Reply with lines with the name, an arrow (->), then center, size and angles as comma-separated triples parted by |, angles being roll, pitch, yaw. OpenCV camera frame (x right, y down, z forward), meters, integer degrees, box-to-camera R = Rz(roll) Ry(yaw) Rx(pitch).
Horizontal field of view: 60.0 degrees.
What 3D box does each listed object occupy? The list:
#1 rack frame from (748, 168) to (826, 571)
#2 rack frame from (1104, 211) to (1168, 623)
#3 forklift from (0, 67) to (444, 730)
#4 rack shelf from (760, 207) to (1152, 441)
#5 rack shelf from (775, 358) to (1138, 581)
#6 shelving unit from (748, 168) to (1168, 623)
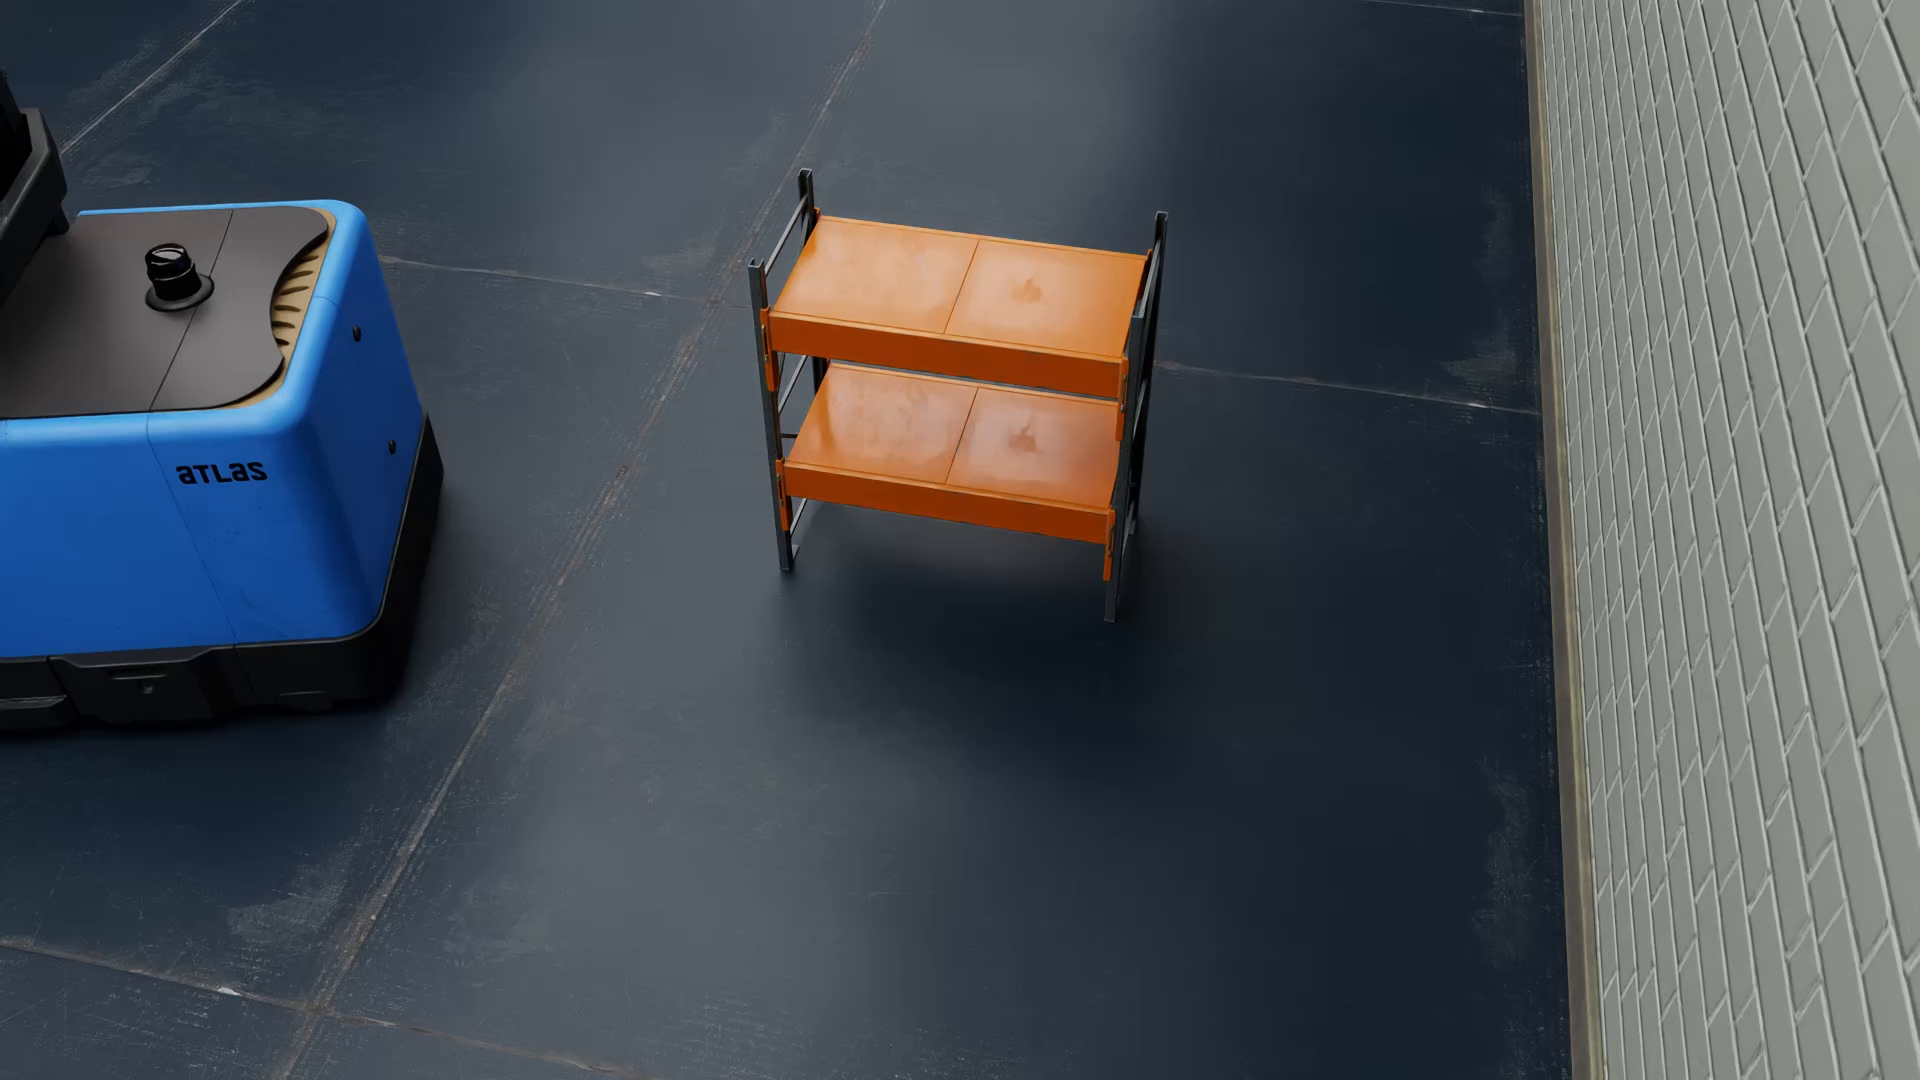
rack frame -> -0.489, -0.481, 4.939 | 0.032, 1.125, 0.500 | 9, 45, 9
rack frame -> 0.503, -0.327, 4.779 | 0.032, 1.125, 0.500 | 9, 45, 9
forklift -> -3.140, -0.837, 4.006 | 3.031, 2.935, 1.130 | -3, 44, -3
rack shelf -> 0.007, -0.615, 4.656 | 1.000, 0.278, 0.538 | 9, 45, 9
rack shelf -> 0.007, -0.228, 5.028 | 1.000, 0.278, 0.538 | 9, 45, 9
shelving unit -> 0.007, -0.404, 4.859 | 1.048, 1.125, 0.538 | 9, 45, 9
